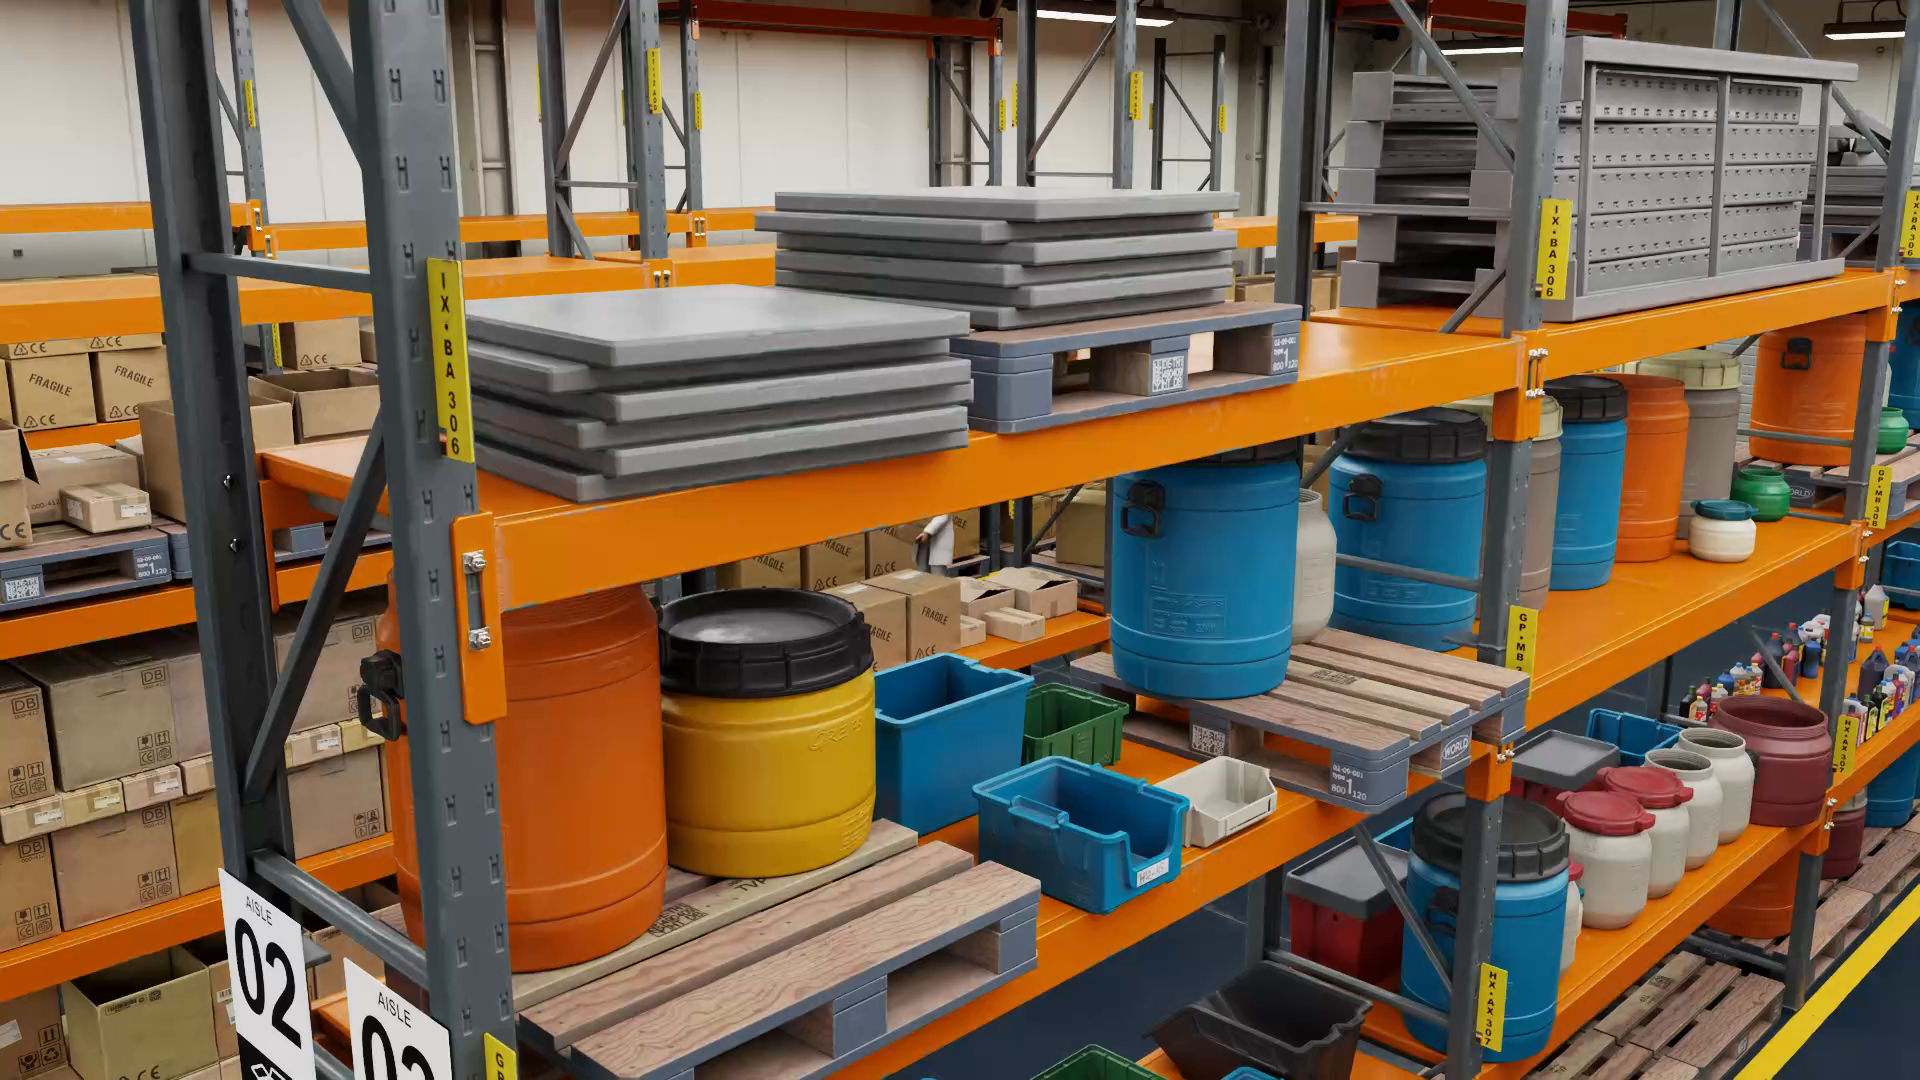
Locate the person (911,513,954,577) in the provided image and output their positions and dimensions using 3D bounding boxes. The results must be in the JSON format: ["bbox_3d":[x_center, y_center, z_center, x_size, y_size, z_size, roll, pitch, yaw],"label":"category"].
[{"bbox_3d":[-0.315,0.020,16.456,0.563,1.771,0.528,-13,19,-43],"label":"person"}]
